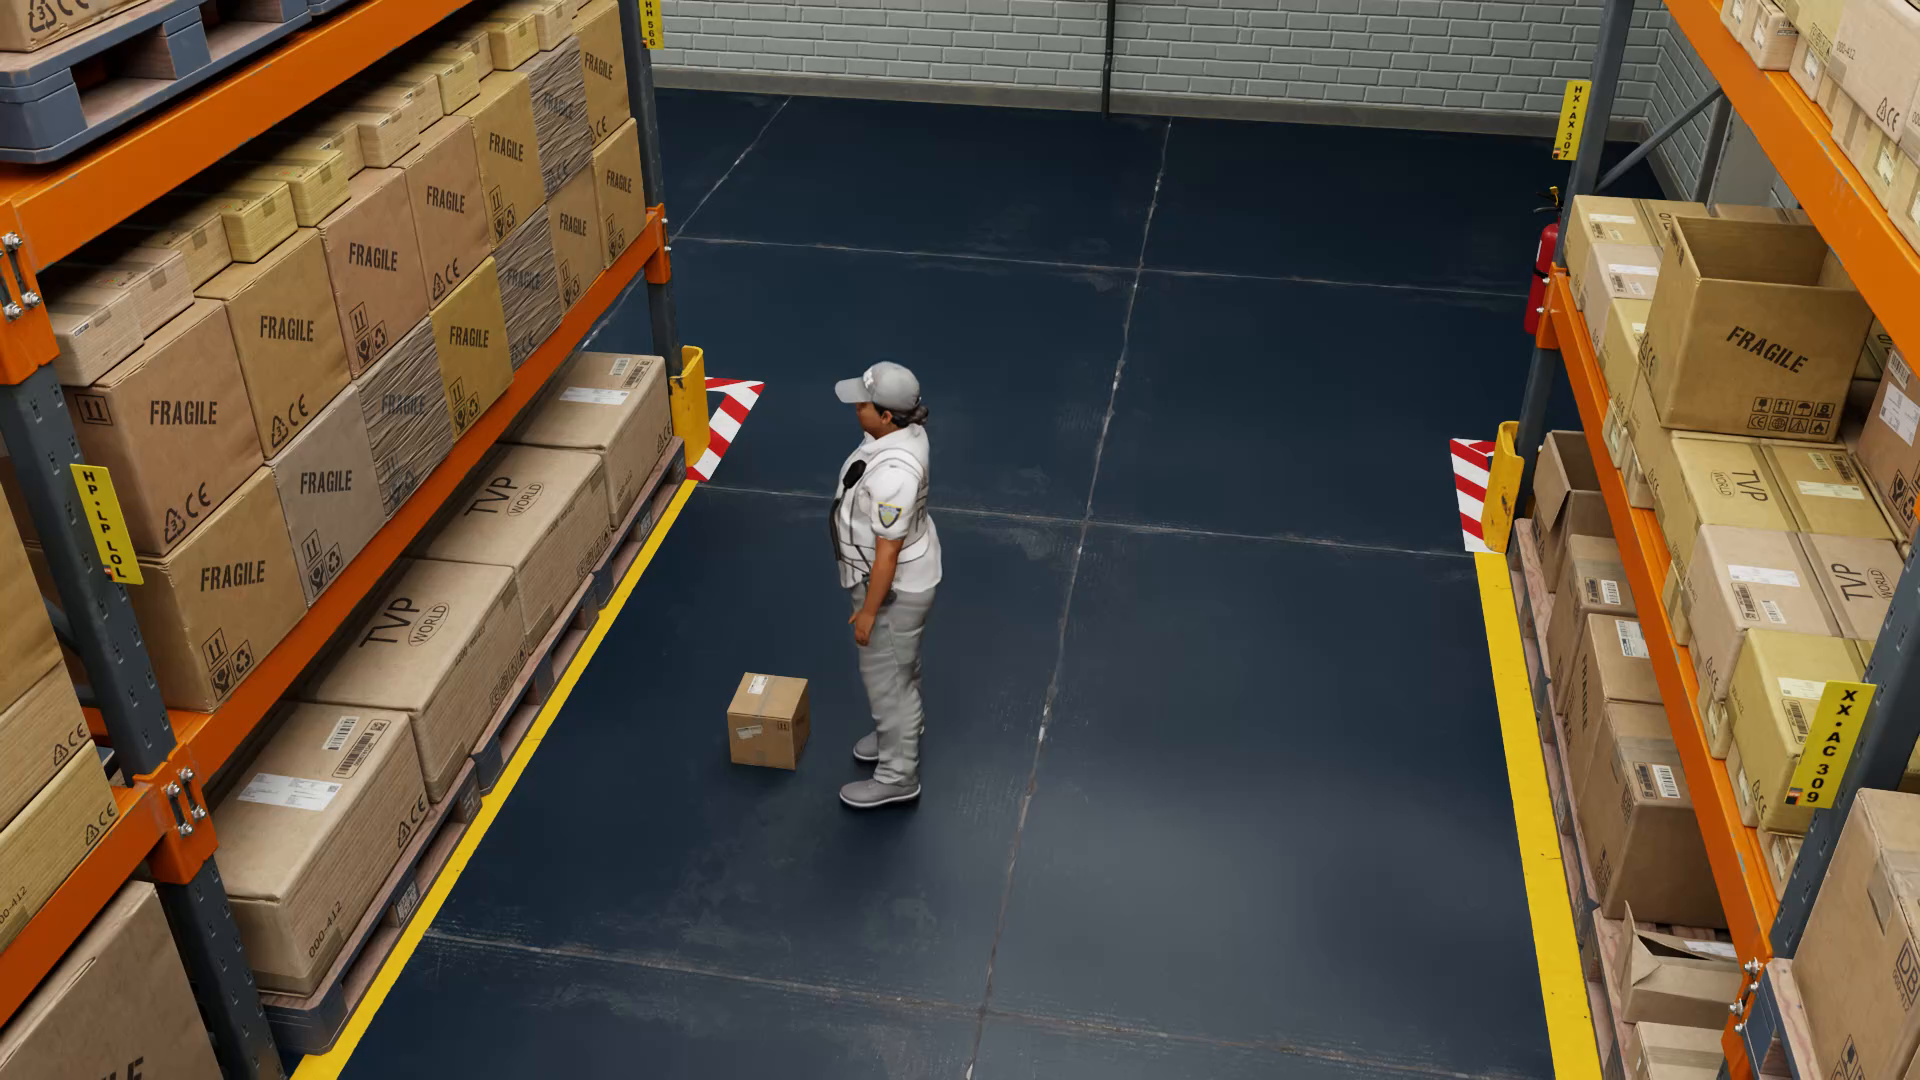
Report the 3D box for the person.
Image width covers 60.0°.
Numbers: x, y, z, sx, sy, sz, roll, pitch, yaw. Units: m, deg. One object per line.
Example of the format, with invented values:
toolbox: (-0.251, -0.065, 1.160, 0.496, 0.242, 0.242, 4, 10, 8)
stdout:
person: (-0.254, 0.143, 5.889, 0.386, 1.676, 0.538, 0, 33, 0)
